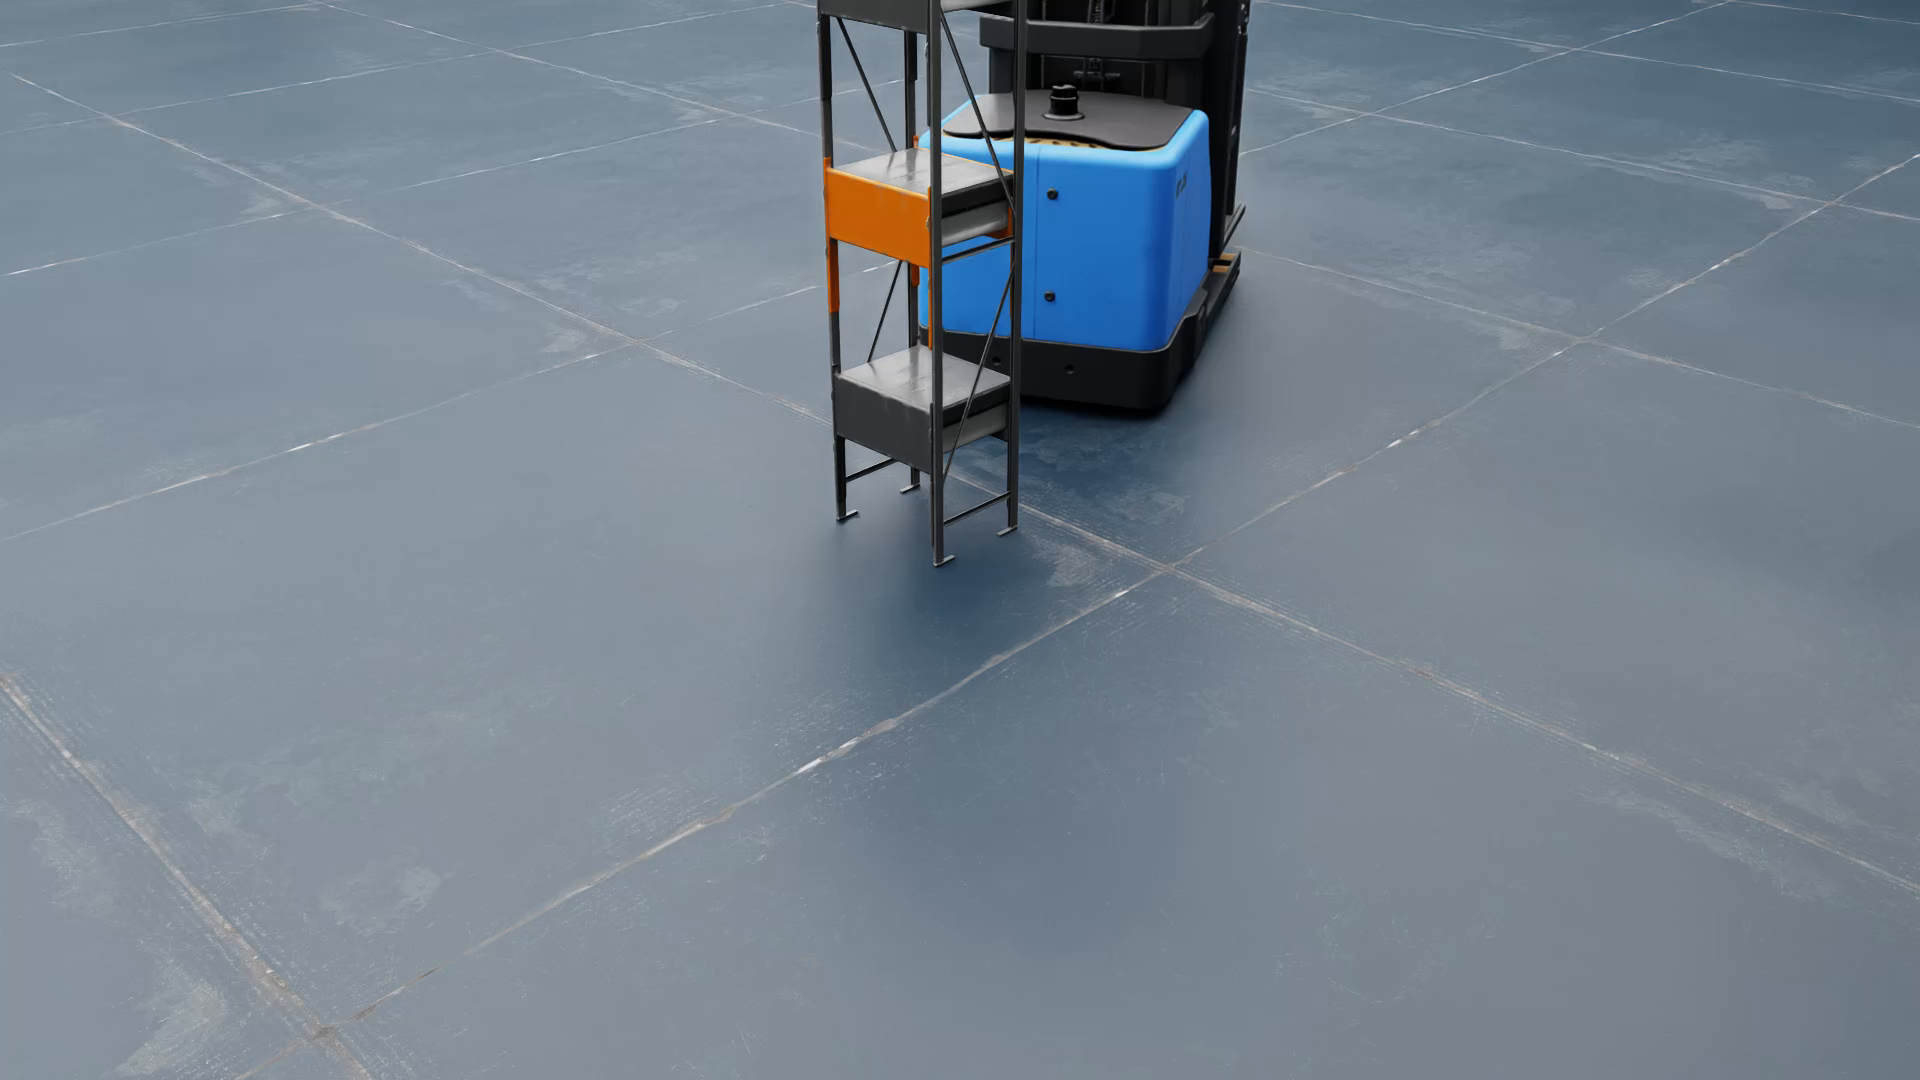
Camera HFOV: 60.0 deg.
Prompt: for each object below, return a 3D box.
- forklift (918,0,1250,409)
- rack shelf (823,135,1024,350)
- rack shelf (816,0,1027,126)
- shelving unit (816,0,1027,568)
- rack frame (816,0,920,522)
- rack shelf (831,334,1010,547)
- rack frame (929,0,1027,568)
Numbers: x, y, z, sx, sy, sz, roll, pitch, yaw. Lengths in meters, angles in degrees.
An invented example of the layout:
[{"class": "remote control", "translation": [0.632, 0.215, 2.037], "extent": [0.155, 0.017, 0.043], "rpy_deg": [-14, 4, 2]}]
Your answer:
[{"class": "forklift", "translation": [0.736, -2.485, 7.326], "extent": [1.130, 2.935, 3.031], "rpy_deg": [8, 29, 15]}, {"class": "rack shelf", "translation": [-0.118, -0.971, 5.370], "extent": [0.480, 0.518, 0.431], "rpy_deg": [25, 36, 38]}, {"class": "rack shelf", "translation": [-0.118, -1.591, 5.045], "extent": [0.480, 0.518, 0.431], "rpy_deg": [25, 36, 38]}, {"class": "shelving unit", "translation": [-0.118, -0.983, 5.364], "extent": [0.503, 2.100, 0.431], "rpy_deg": [25, 36, 38]}, {"class": "rack frame", "translation": [-0.292, -1.063, 5.515], "extent": [0.015, 2.100, 0.400], "rpy_deg": [25, 36, 38]}, {"class": "rack shelf", "translation": [-0.118, -0.352, 5.696], "extent": [0.480, 0.518, 0.431], "rpy_deg": [25, 36, 38]}, {"class": "rack frame", "translation": [0.056, -0.904, 5.213], "extent": [0.015, 2.100, 0.400], "rpy_deg": [25, 36, 38]}]
